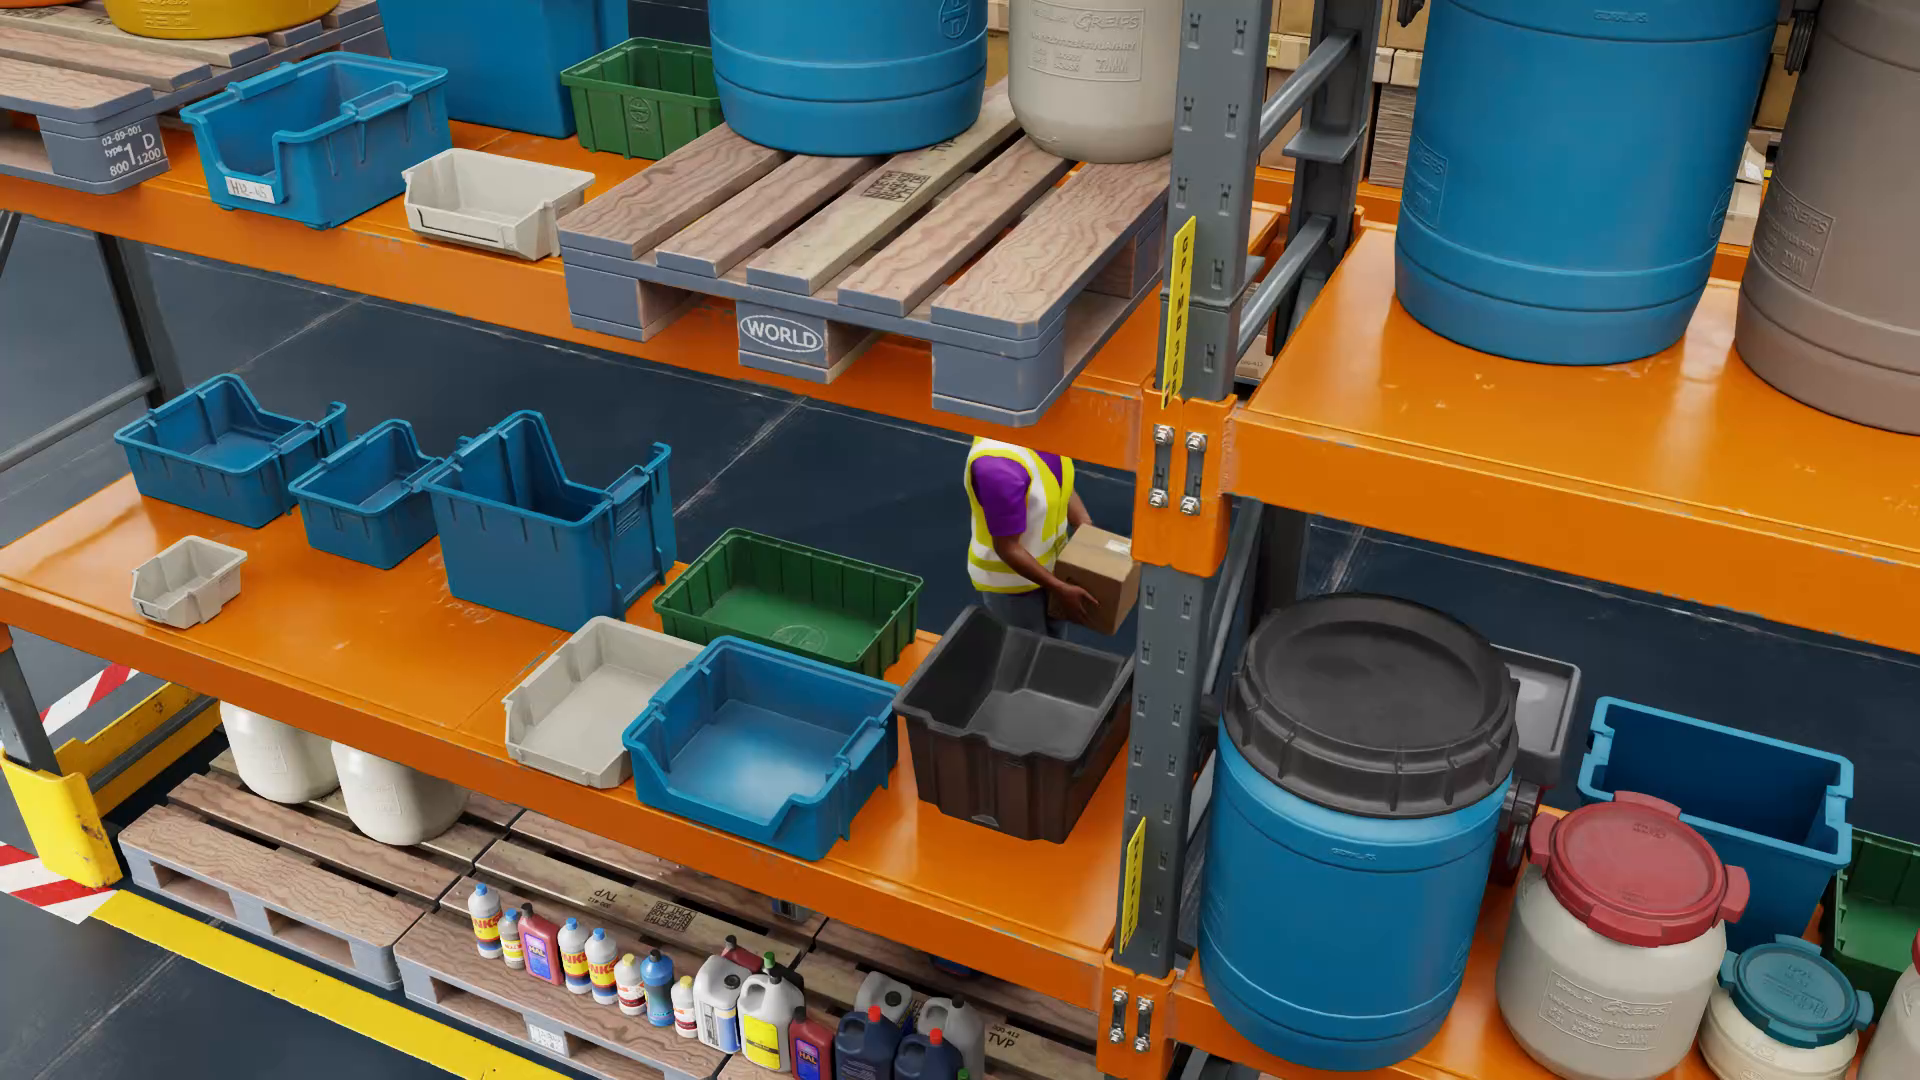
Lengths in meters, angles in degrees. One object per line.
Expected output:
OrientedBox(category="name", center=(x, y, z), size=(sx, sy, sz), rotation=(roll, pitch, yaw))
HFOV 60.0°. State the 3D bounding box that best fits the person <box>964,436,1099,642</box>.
OrientedBox(category="person", center=(0.298, 0.119, 5.938), size=(0.520, 1.769, 0.558), rotation=(14, 36, 20))
